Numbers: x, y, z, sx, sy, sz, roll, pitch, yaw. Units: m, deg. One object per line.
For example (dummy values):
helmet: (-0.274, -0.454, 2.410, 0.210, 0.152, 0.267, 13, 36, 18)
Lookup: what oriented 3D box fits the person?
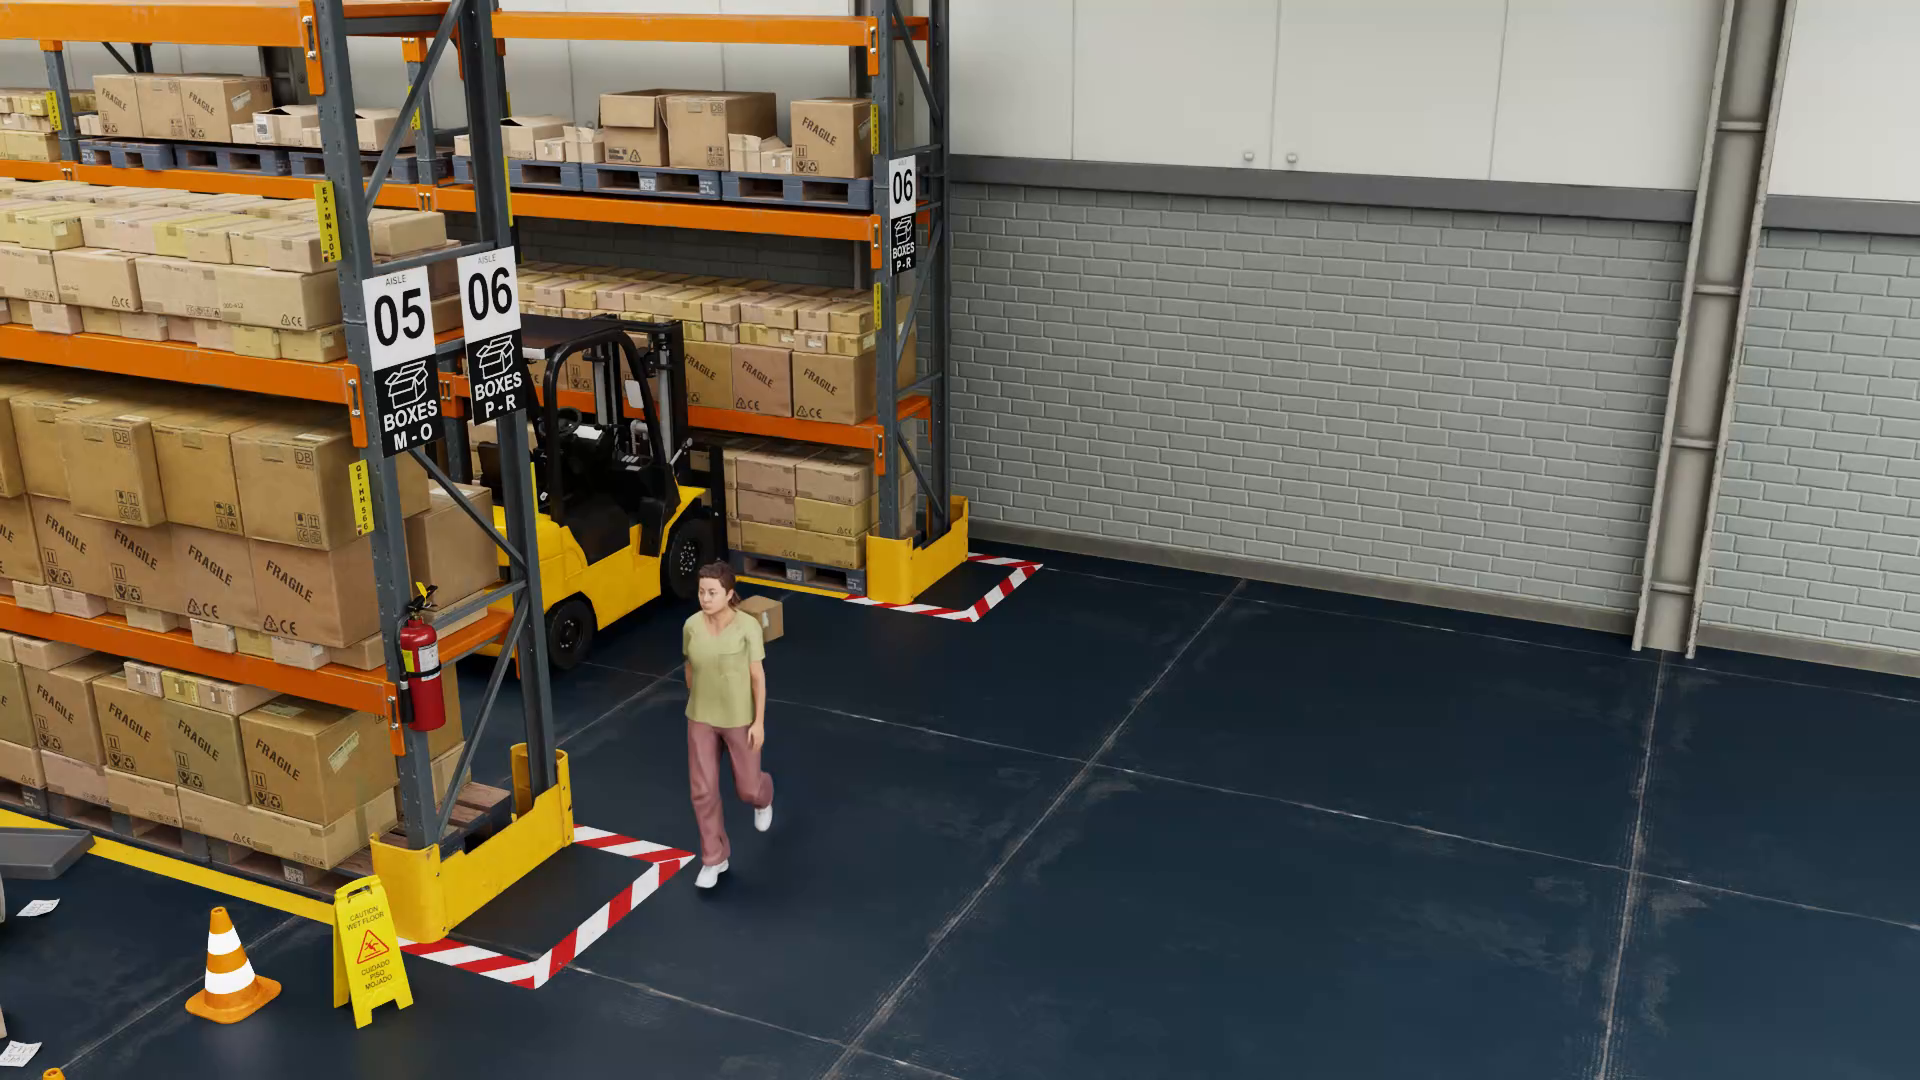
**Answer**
person: (-1.188, 0.890, 8.449, 0.450, 1.646, 0.723, 3, 19, 8)
